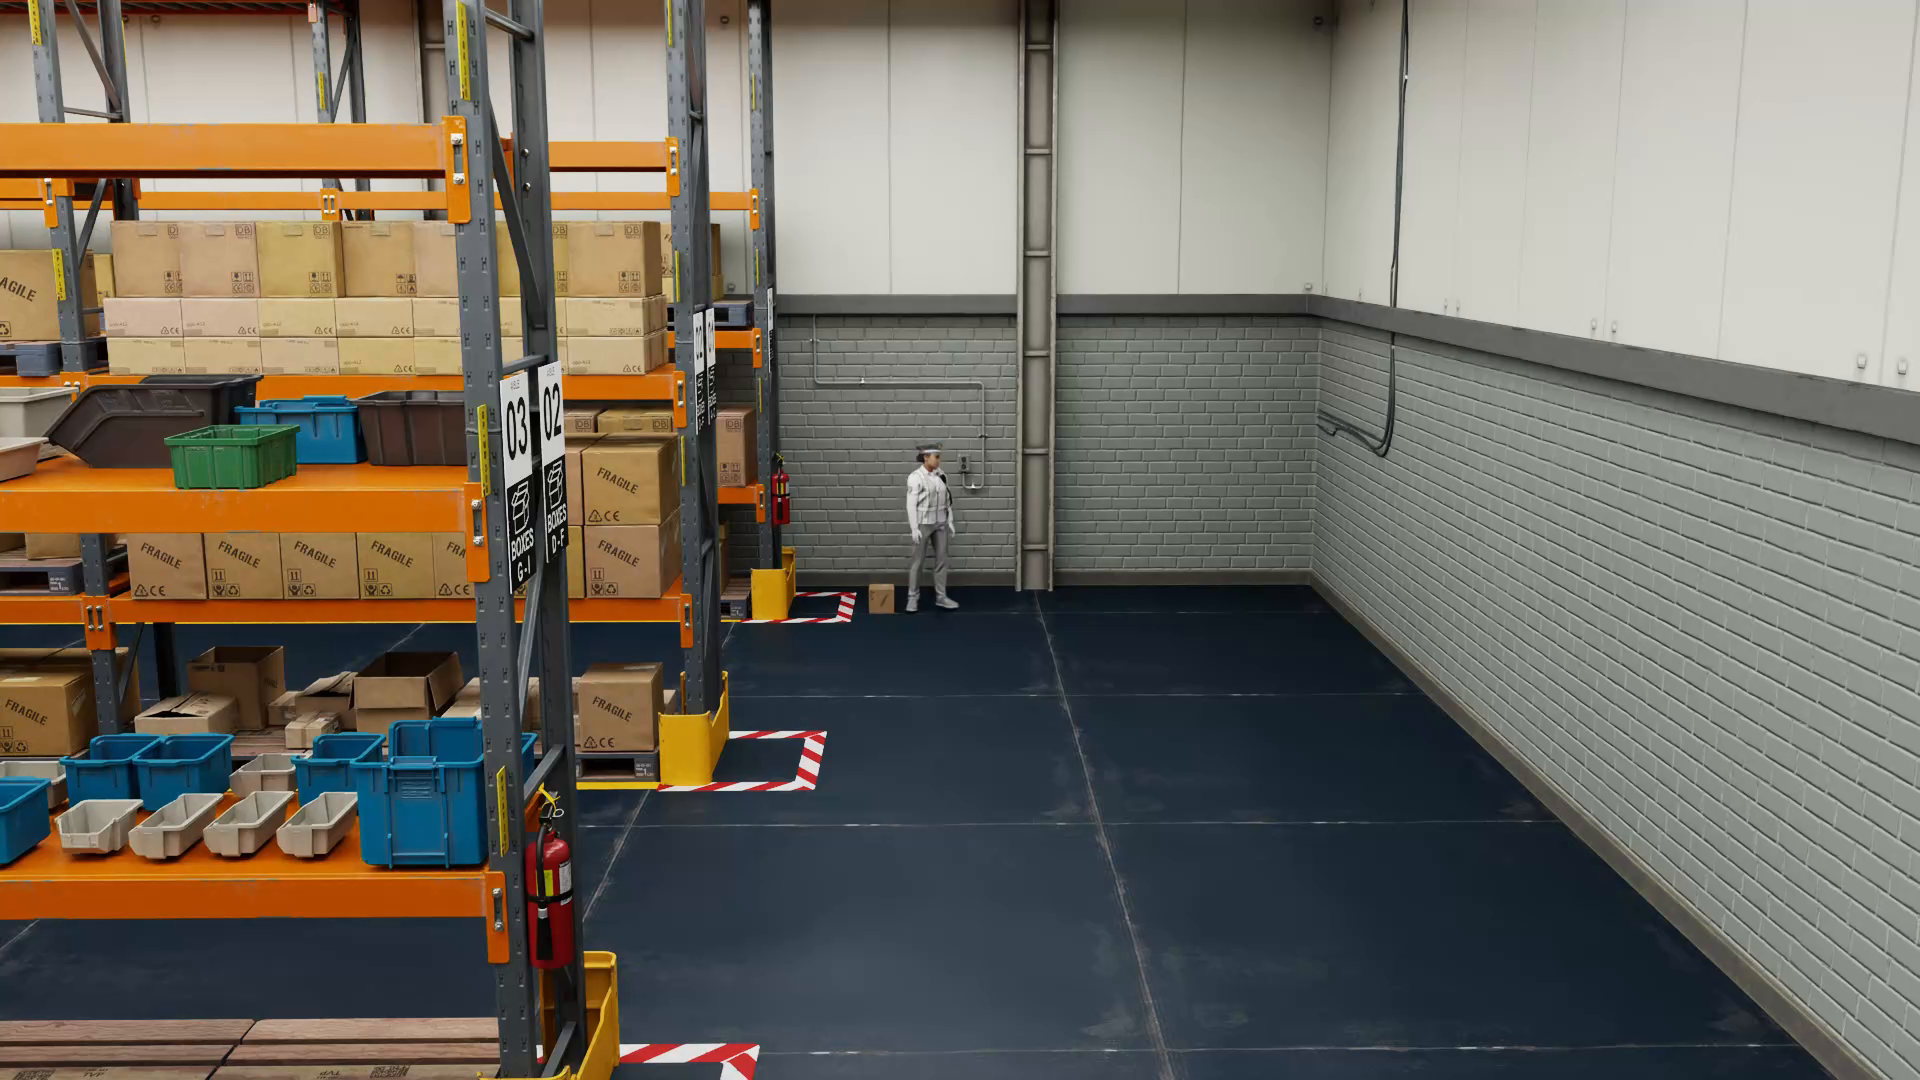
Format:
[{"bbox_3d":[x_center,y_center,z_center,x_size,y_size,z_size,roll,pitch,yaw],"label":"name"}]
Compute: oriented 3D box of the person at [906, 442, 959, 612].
[{"bbox_3d":[-0.293,-0.137,16.484,0.543,1.679,0.415,-7,13,-35],"label":"person"}]
